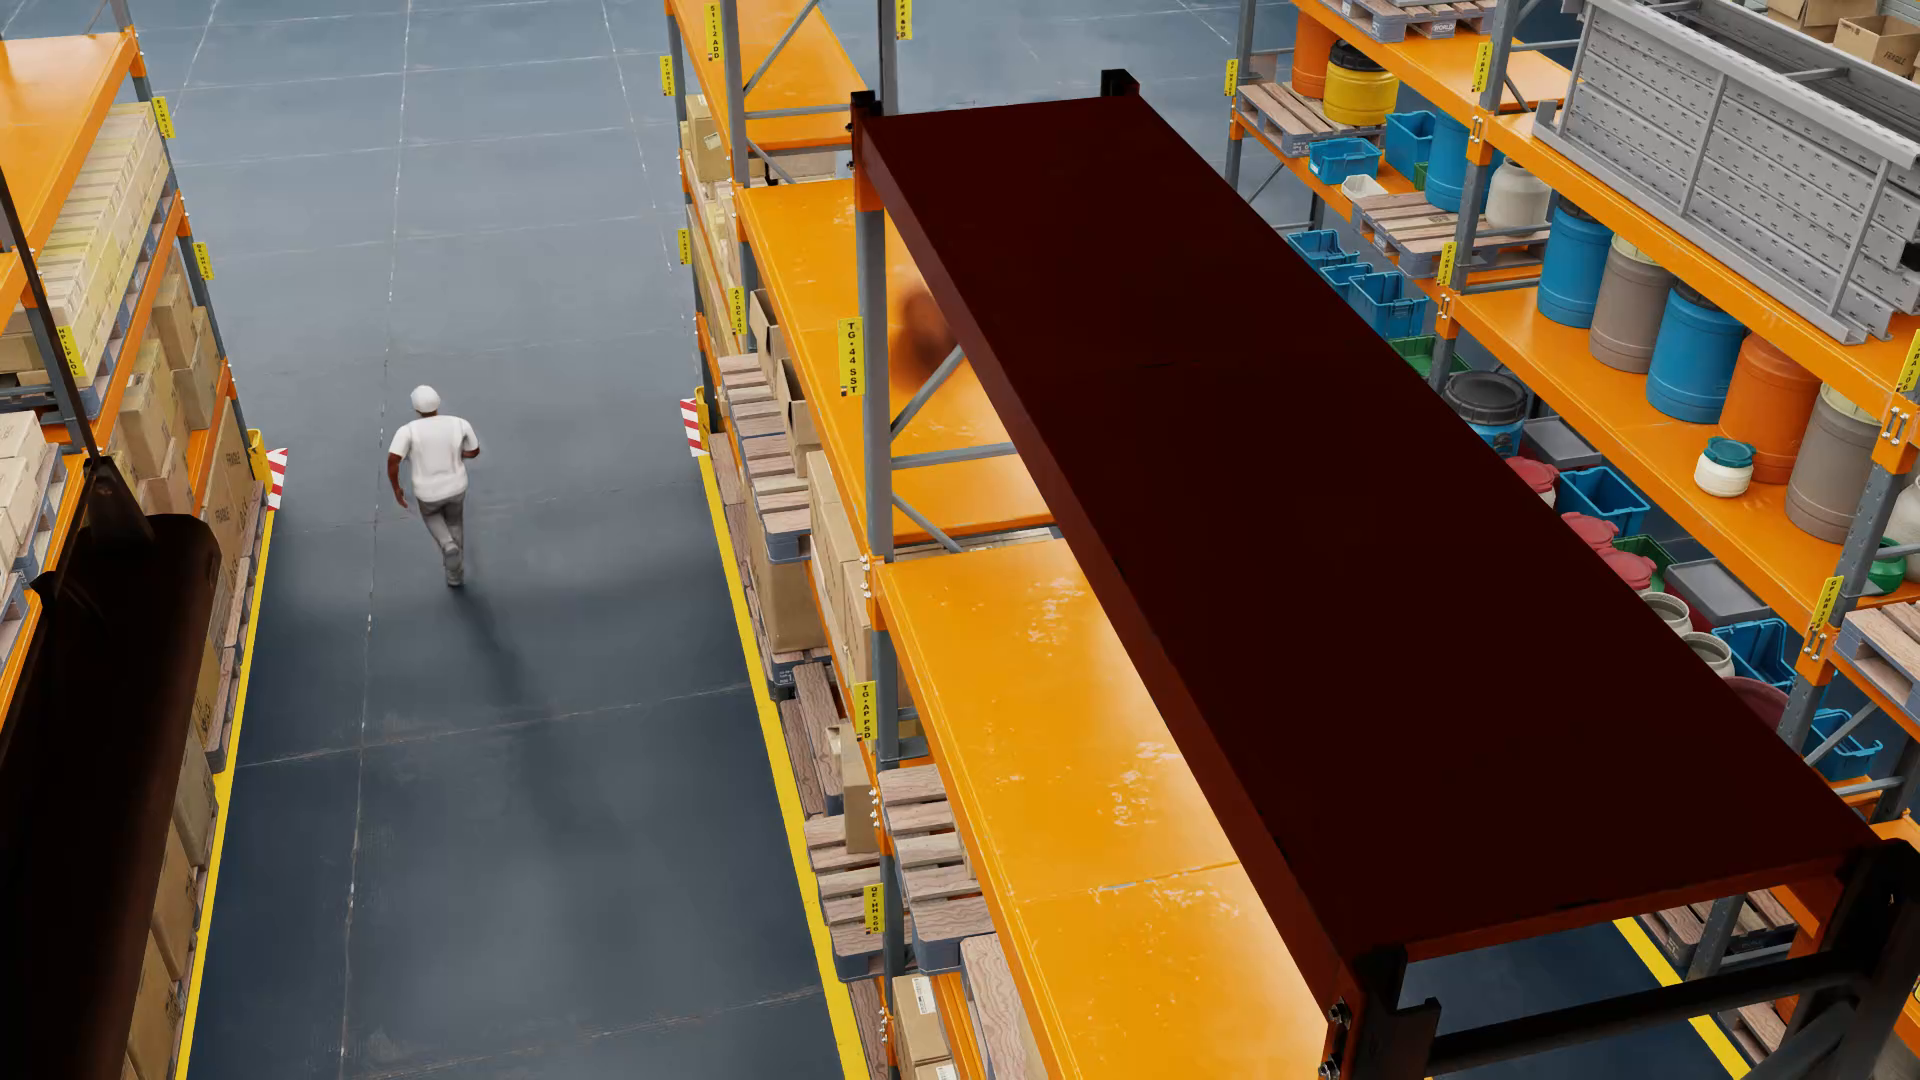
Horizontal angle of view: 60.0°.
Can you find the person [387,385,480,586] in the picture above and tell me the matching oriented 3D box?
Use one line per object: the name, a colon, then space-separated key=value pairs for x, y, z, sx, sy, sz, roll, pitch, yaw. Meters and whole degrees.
person: x=-4.166 y=-0.441 z=13.244 sx=0.748 sy=1.707 sz=0.657 roll=-18 pitch=38 yaw=-24
